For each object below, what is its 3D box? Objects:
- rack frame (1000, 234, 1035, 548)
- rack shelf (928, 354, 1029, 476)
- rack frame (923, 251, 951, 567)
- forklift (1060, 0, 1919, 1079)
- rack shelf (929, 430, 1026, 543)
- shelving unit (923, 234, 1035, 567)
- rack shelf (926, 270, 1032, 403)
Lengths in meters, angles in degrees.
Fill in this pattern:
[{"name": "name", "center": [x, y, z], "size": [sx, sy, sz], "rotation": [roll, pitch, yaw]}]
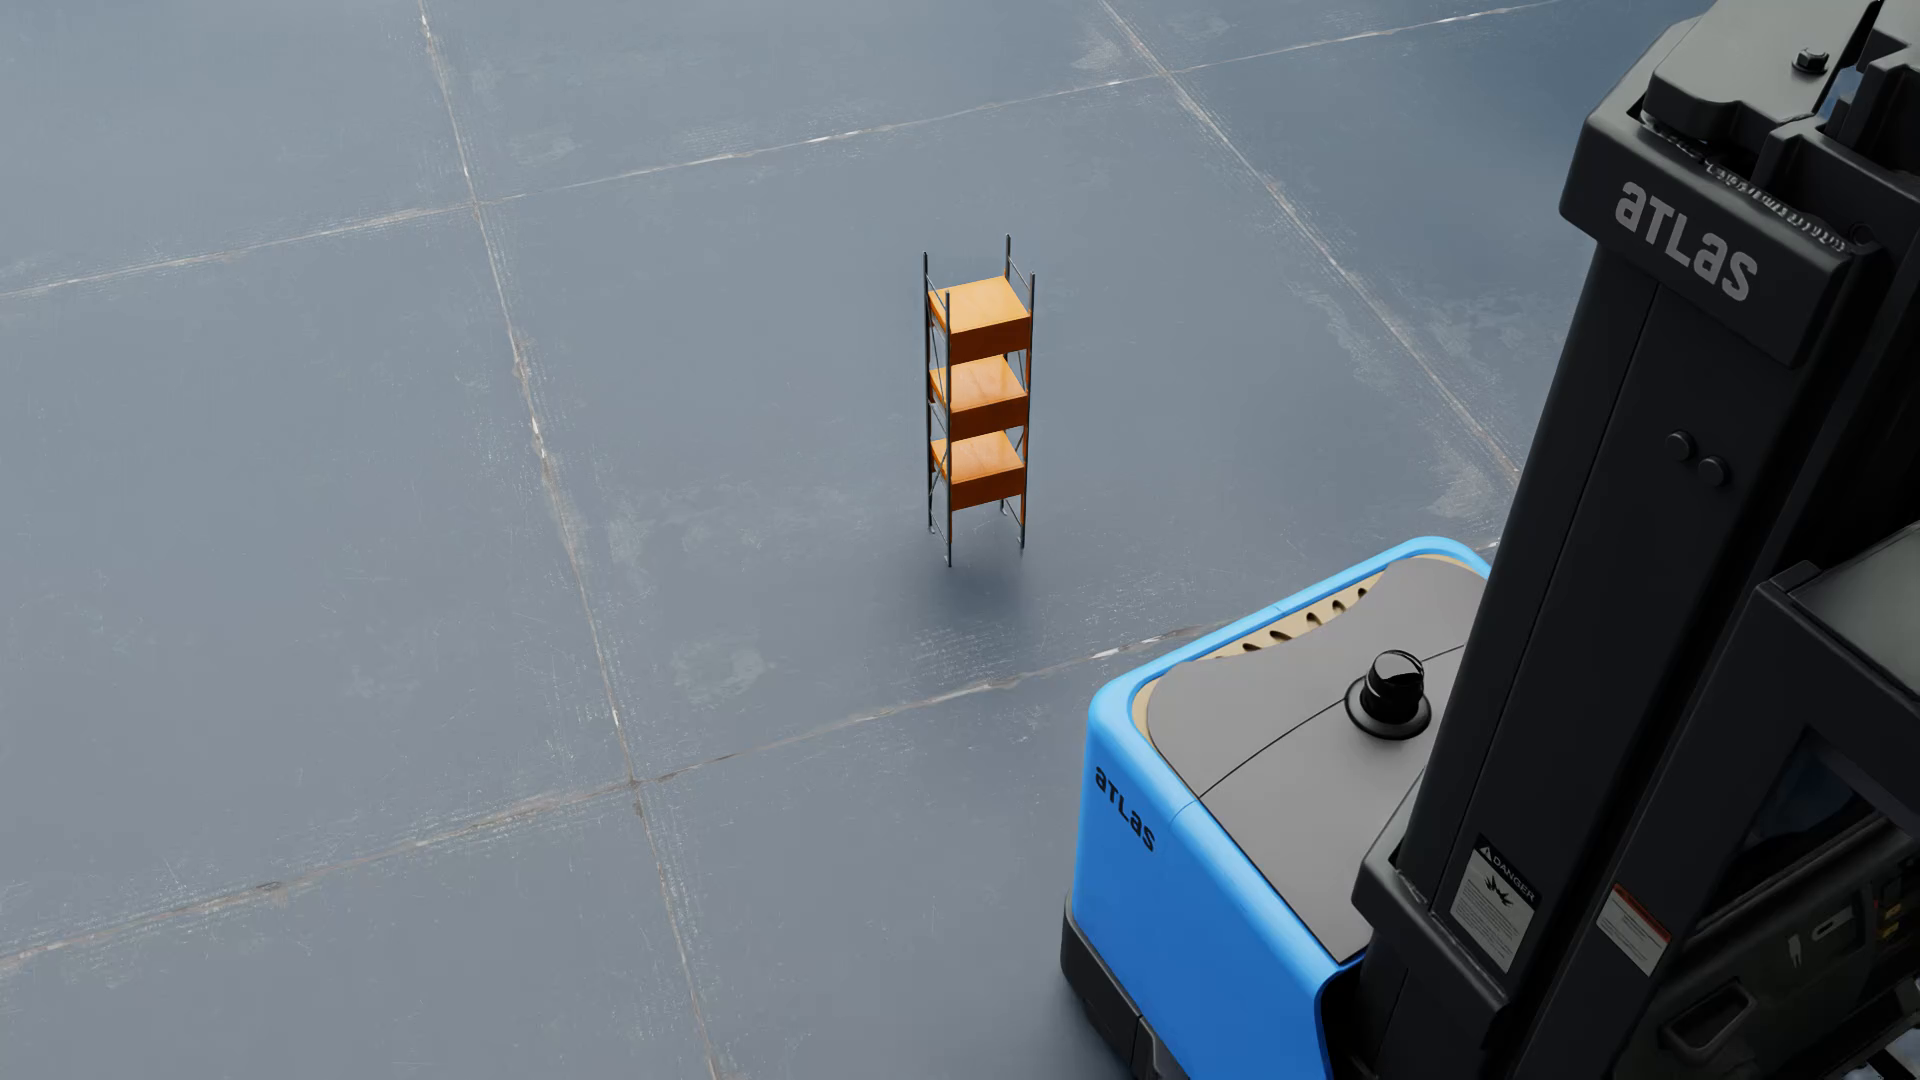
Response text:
[{"name": "rack frame", "center": [0.165, -0.413, 4.920], "size": [0.008, 1.050, 0.200], "rotation": [-14, 47, -14]}, {"name": "rack shelf", "center": [0.050, -0.376, 4.898], "size": [0.240, 0.259, 0.215], "rotation": [-14, 47, -14]}, {"name": "rack frame", "center": [-0.064, -0.354, 4.862], "size": [0.008, 1.050, 0.200], "rotation": [-14, 47, -14]}, {"name": "forklift", "center": [1.430, 0.763, 2.420], "size": [1.130, 2.935, 3.031], "rotation": [-23, 49, -21]}, {"name": "rack shelf", "center": [0.050, -0.180, 5.095], "size": [0.240, 0.259, 0.215], "rotation": [-14, 47, -14]}, {"name": "shelving unit", "center": [0.050, -0.383, 4.891], "size": [0.252, 1.050, 0.215], "rotation": [-14, 47, -14]}, {"name": "rack shelf", "center": [0.050, -0.576, 4.697], "size": [0.240, 0.259, 0.215], "rotation": [-14, 47, -14]}]
